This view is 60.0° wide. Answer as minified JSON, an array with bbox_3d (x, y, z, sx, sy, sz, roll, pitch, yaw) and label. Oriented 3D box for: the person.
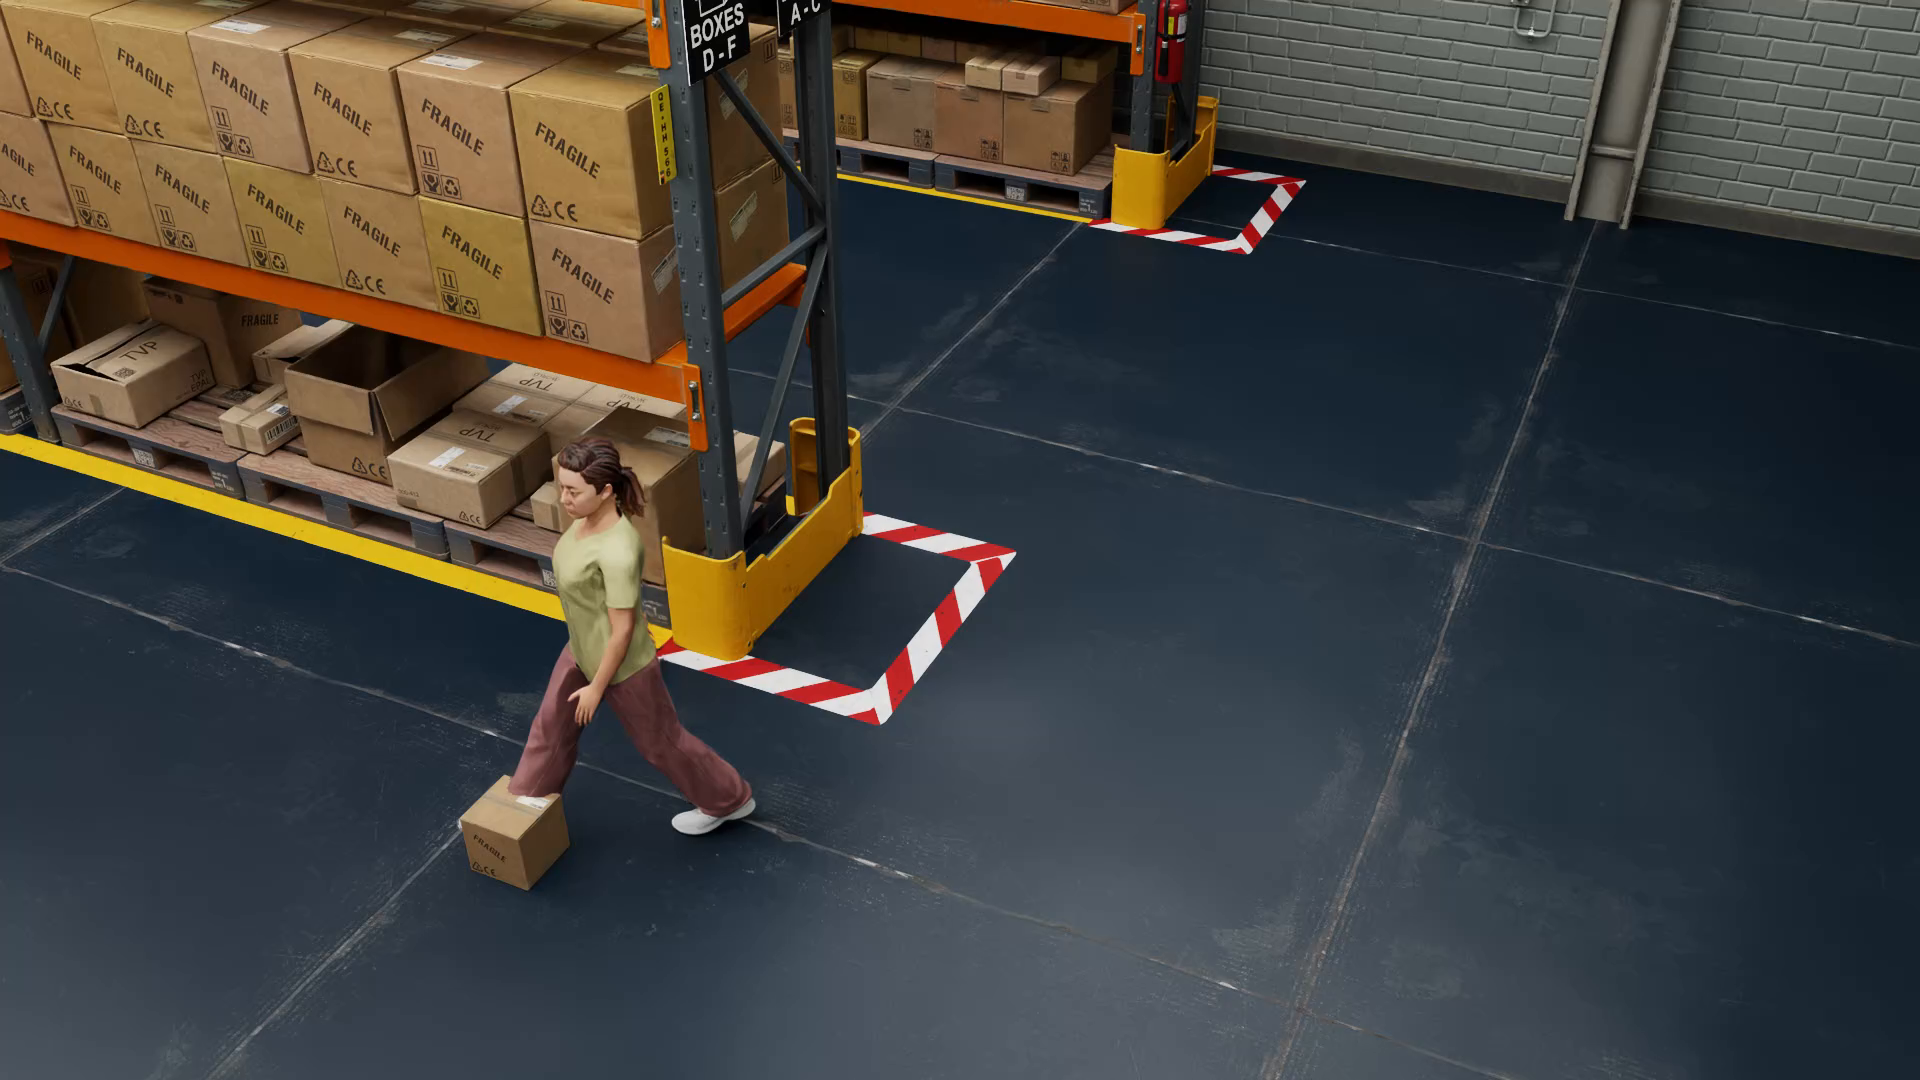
[{"bbox_3d":[-1.250,0.402,5.563,1.015,1.611,0.468,-15,37,-21],"label":"person"}]
